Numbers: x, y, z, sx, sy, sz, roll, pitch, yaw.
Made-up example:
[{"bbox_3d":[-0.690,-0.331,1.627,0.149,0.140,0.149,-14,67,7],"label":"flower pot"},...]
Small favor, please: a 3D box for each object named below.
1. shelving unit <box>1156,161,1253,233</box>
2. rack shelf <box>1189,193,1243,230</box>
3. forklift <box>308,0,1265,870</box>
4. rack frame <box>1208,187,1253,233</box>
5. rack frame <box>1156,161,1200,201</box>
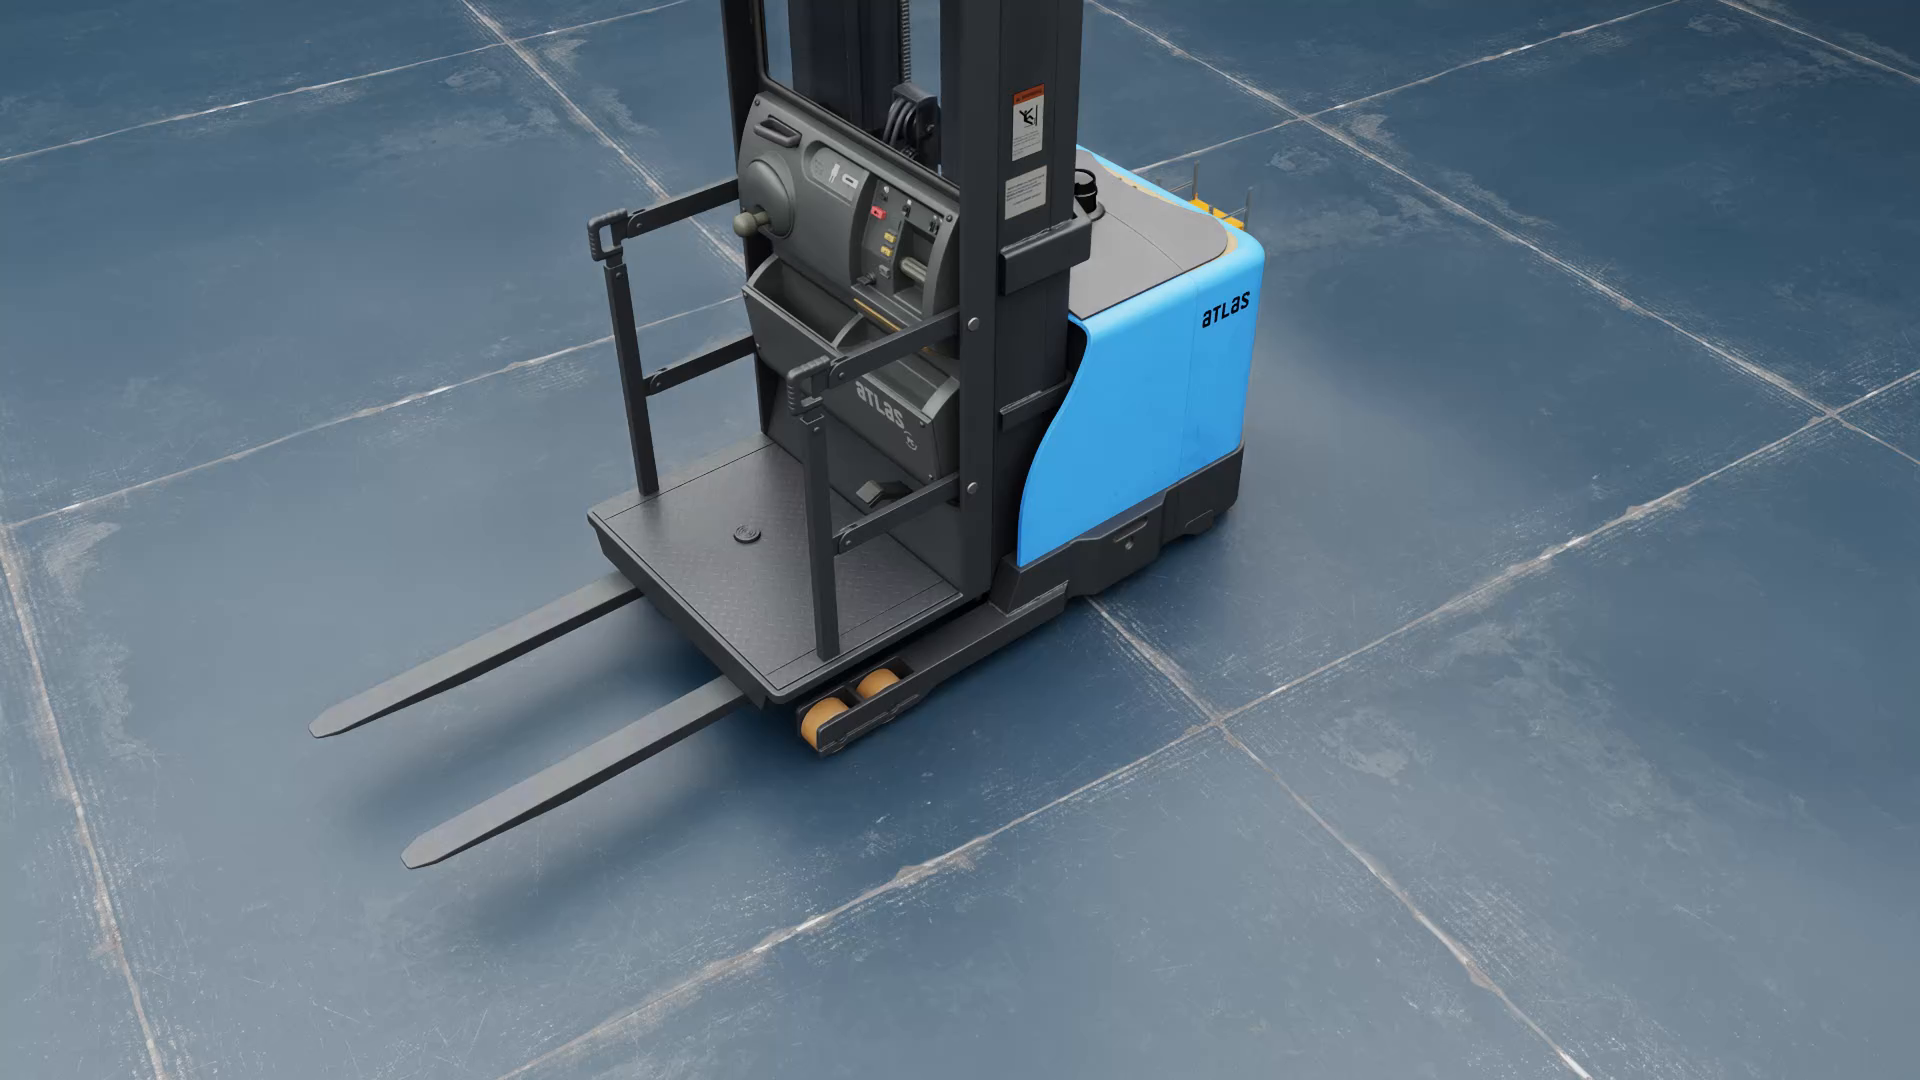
[{"bbox_3d":[0.813,-0.786,5.873,0.215,1.050,0.252,-28,47,-29],"label":"shelving unit"},{"bbox_3d":[0.813,-0.996,5.698,0.215,0.259,0.240,-28,47,-29],"label":"rack shelf"},{"bbox_3d":[-0.488,-0.870,4.505,3.031,2.935,1.130,-28,47,-29],"label":"forklift"},{"bbox_3d":[0.891,-0.725,5.801,0.200,1.050,0.008,-28,47,-29],"label":"rack frame"},{"bbox_3d":[0.736,-0.846,5.945,0.200,1.050,0.008,-28,47,-29],"label":"rack frame"}]
